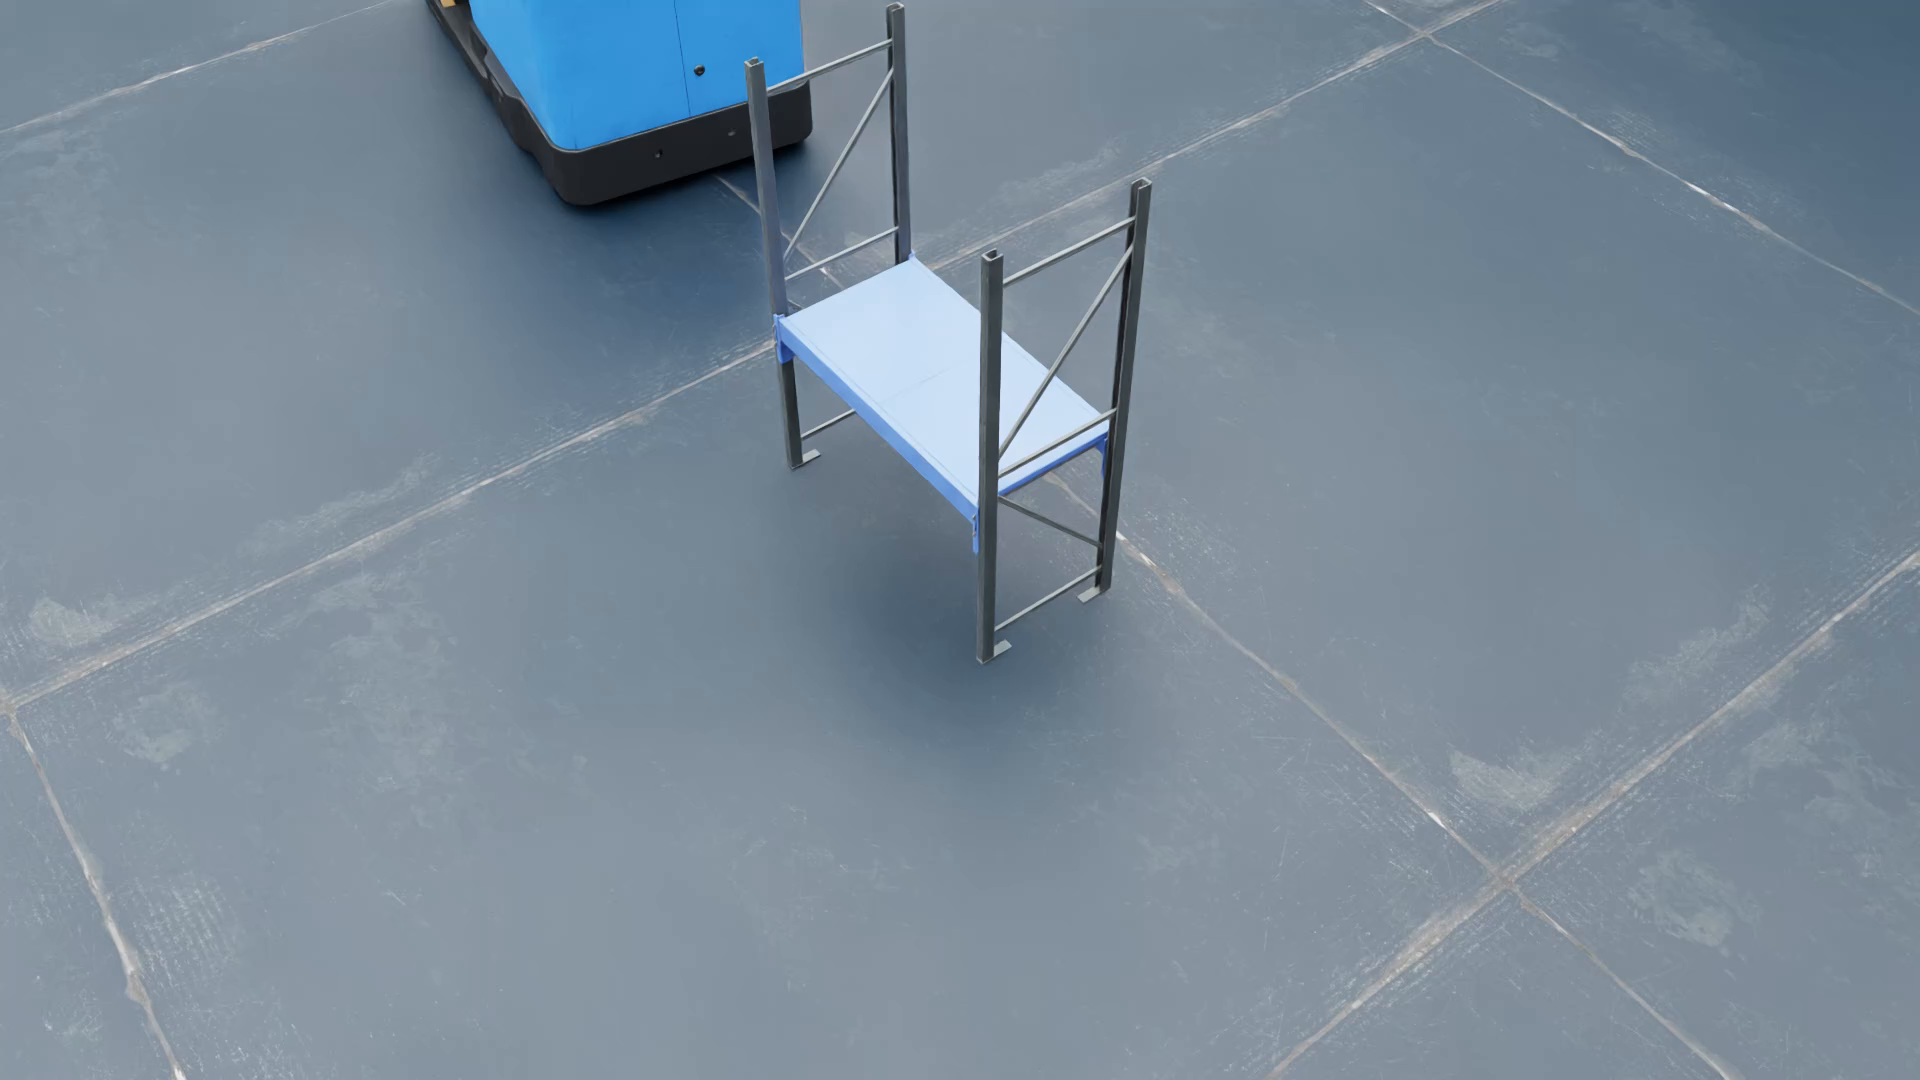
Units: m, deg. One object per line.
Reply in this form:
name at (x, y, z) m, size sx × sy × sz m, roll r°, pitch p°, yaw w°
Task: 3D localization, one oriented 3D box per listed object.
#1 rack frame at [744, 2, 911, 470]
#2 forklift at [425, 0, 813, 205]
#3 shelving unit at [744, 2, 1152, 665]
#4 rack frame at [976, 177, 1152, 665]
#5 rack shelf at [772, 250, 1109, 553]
rack frame at (-0.359, -0.854, 5.012) m, size 0.500 × 1.500 × 0.032 m, roll -29°, pitch 54°, yaw -24°
forklift at (-1.734, -3.348, 6.306) m, size 1.130 × 2.935 × 3.031 m, roll -22°, pitch 51°, yaw -19°
shelving unit at (-0.052, -0.554, 4.740) m, size 0.538 × 1.500 × 1.048 m, roll -29°, pitch 54°, yaw -24°
rack frame at (0.256, -0.254, 4.468) m, size 0.500 × 1.500 × 0.032 m, roll -29°, pitch 54°, yaw -24°
rack shelf at (-0.052, -0.433, 4.873) m, size 0.538 × 0.185 × 1.000 m, roll -29°, pitch 54°, yaw -24°
